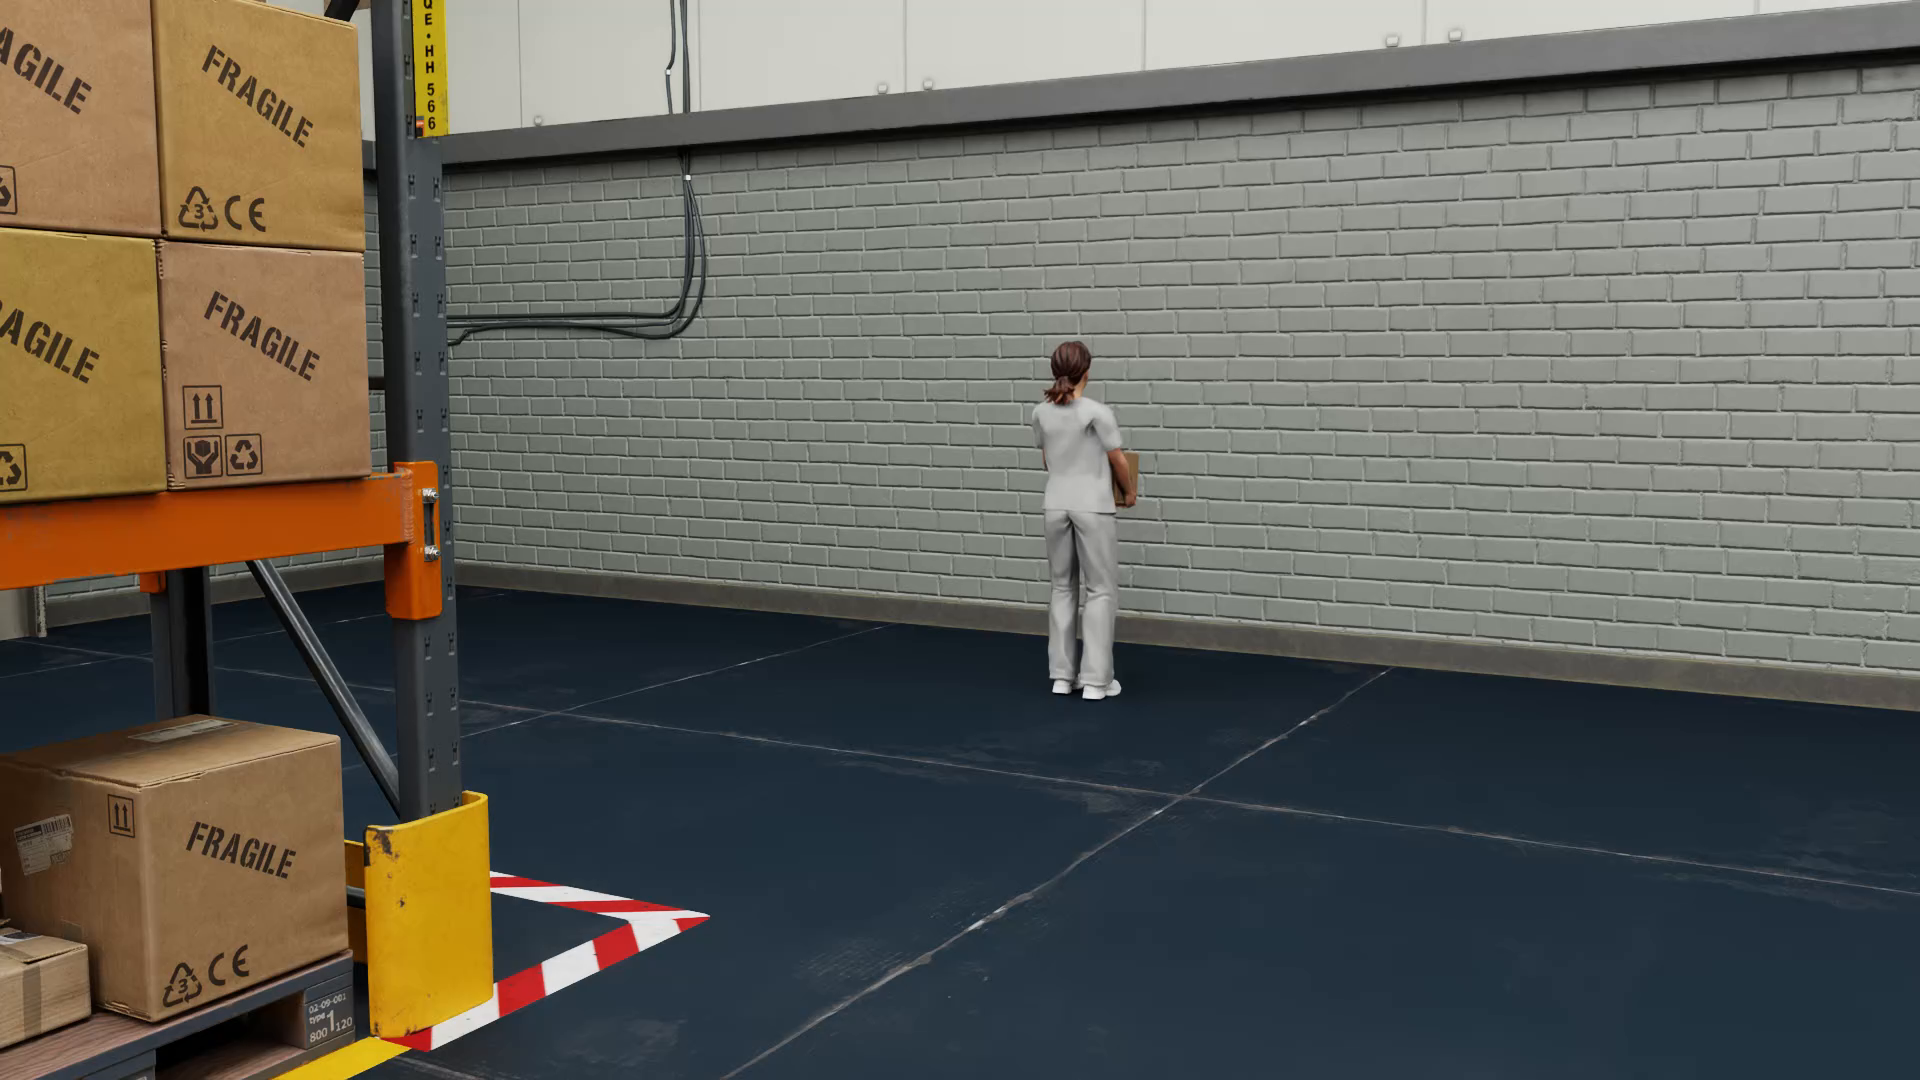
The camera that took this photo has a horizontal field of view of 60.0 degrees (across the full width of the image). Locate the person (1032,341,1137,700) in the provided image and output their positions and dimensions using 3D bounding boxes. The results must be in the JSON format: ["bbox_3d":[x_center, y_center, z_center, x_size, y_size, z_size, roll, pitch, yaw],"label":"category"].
[{"bbox_3d":[0.587,-0.099,7.835,0.436,1.664,0.558,3,7,30],"label":"person"}]
